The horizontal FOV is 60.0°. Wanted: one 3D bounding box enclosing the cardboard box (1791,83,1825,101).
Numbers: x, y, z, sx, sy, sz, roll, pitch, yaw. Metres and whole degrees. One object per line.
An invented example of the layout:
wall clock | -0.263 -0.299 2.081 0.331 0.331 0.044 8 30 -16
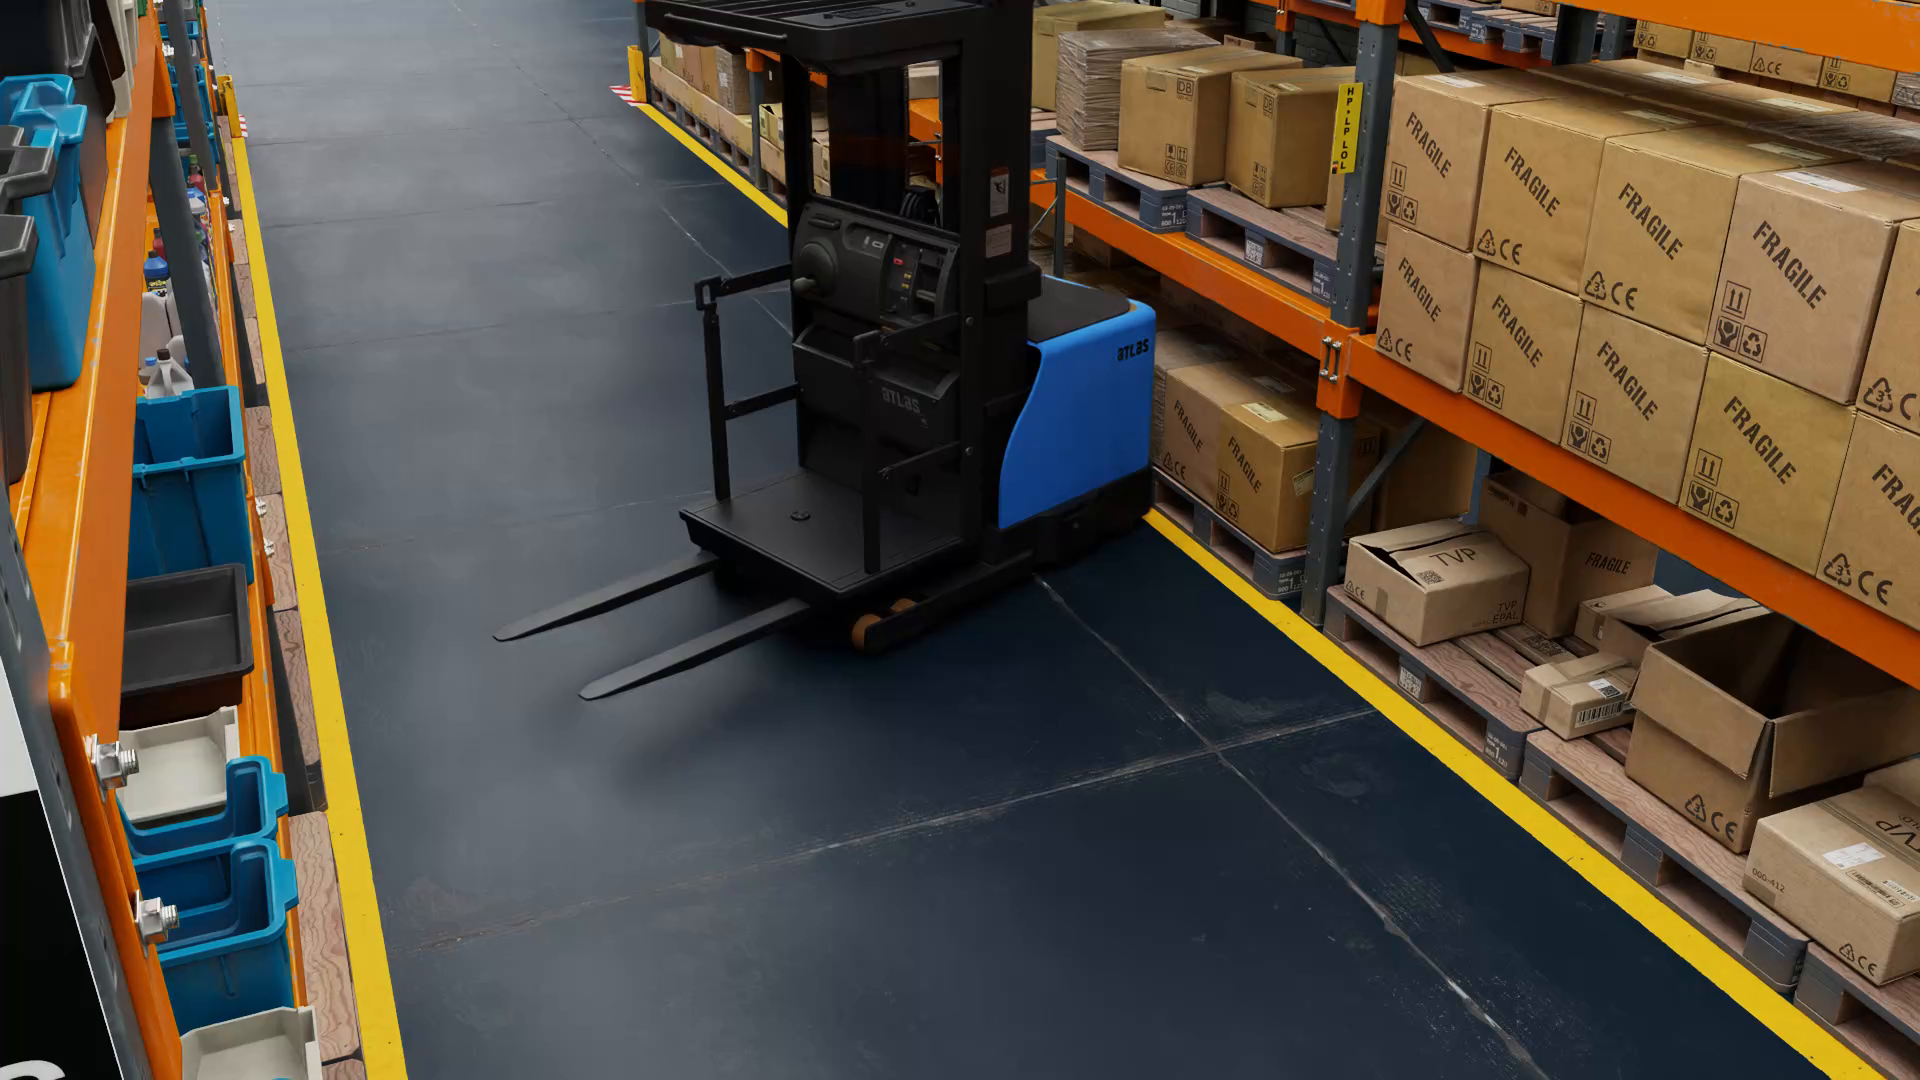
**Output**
cardboard box | 5.364 -2.761 10.249 0.380 0.149 0.250 -10 28 -20

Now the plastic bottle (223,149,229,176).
plastic bottle | -5.798 -2.989 13.047 0.061 0.283 0.133 -9 28 -18

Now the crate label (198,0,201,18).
crate label | -6.360 -4.399 13.300 0.502 0.435 0.616 -11 28 -21

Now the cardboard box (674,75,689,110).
cardboard box | -2.371 -4.224 15.638 0.500 0.250 0.500 -11 28 -21

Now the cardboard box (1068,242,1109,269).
cardboard box | 0.944 -1.436 9.621 0.500 0.500 0.500 -9 28 -19

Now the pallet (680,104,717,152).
pallet | -1.959 -3.883 15.461 1.003 0.211 1.213 -11 28 -21

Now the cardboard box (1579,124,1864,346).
cardboard box | 2.257 -0.924 4.971 0.500 0.500 0.500 -11 28 -22

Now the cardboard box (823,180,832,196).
cardboard box | -0.672 -2.441 11.986 0.500 0.250 0.500 -10 28 -20

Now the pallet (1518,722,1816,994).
pallet | 2.678 0.939 5.586 1.003 0.211 1.213 -11 28 -21

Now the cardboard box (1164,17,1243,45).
cardboard box | 2.438 -5.026 16.973 0.700 0.500 0.500 -12 29 -24

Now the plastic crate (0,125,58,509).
plastic crate | -0.959 -0.112 1.292 0.497 0.269 0.590 -11 28 -21

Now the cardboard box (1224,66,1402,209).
cardboard box | 1.621 -1.814 7.455 0.700 0.500 0.500 -6 27 -12

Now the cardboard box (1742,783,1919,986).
cardboard box | 2.711 1.002 4.910 0.500 0.250 0.500 -11 28 -21

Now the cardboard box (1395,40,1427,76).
cardboard box | 3.831 -4.107 14.235 0.500 0.250 0.500 -11 28 -22

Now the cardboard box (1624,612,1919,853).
cardboard box | 2.669 0.597 5.452 0.797 0.503 0.637 -11 28 -21

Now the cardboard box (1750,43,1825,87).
cardboard box | 5.263 -3.086 10.176 0.500 0.500 0.500 -11 28 -21

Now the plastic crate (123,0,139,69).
plastic crate | -1.782 -1.016 3.294 0.293 0.136 0.466 -11 28 -21

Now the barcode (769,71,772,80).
barcode | -1.488 -3.645 13.051 0.001 0.075 0.075 -11 28 -21

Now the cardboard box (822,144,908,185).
cardboard box | -0.669 -2.689 11.855 0.500 0.311 0.500 -10 28 -19

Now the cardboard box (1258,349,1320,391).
cardboard box | 1.744 -0.609 7.927 0.500 0.500 0.500 -10 28 -20

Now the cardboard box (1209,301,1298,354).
cardboard box | 1.572 -1.137 8.152 0.500 0.250 0.500 -11 28 -20

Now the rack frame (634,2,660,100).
rack frame | -2.771 -5.929 16.474 1.000 3.000 0.127 -11 28 -21

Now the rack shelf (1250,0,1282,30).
rack shelf | 2.569 -5.651 16.725 1.077 0.370 4.000 -11 28 -21

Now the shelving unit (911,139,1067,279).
shelving unit | 0.091 -1.360 8.826 0.587 1.500 1.083 -11 28 -21

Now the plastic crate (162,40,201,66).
plastic crate | -4.548 -2.583 9.549 0.402 0.464 0.583 -11 28 -21

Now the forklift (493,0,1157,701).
forklift | -0.507 -1.102 6.667 3.031 2.935 1.130 -23 34 -39

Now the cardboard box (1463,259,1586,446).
cardboard box | 2.081 -0.671 5.591 0.500 0.500 0.500 -10 28 -20

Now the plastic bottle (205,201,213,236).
plastic bottle | -3.489 -1.488 7.606 0.097 0.201 0.097 0 26 0

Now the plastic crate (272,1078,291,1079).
plastic crate | -1.116 1.006 2.393 0.416 0.233 0.300 -11 28 -21

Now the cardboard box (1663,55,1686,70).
cardboard box | 4.925 -3.172 11.091 0.380 0.149 0.250 -10 28 -20

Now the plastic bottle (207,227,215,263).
plastic bottle | -3.299 -1.292 7.203 0.097 0.201 0.097 0 26 0

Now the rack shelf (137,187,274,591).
rack shelf | -3.414 -0.719 6.624 1.077 0.370 4.000 -11 28 -21

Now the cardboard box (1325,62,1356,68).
cardboard box | 3.656 -3.947 14.762 0.700 0.500 0.500 -10 28 -19

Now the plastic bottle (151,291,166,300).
plastic bottle | -3.022 -0.836 6.271 0.097 0.201 0.097 0 26 0

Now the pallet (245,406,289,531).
pallet | -3.850 -0.285 8.094 1.003 0.211 1.213 -11 28 -21

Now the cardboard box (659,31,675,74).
cardboard box | -2.568 -4.763 15.886 0.500 0.500 0.500 -11 28 -21

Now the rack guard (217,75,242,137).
rack guard | -7.257 -3.933 15.236 1.175 0.500 0.348 -11 28 -21

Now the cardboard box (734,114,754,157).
cardboard box | -1.587 -3.417 13.984 0.500 0.250 0.500 -11 28 -21

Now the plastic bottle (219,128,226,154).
plastic bottle | -6.134 -3.280 13.653 0.152 0.276 0.135 -10 28 -20

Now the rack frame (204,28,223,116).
rack frame | -7.330 -5.079 14.734 1.000 3.000 0.127 -11 28 -21

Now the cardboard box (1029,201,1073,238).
cardboard box | 0.427 -2.166 10.784 0.500 0.311 0.500 -10 28 -19

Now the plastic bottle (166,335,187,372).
plastic bottle | -2.605 -0.579 5.659 0.152 0.276 0.135 -11 28 -21

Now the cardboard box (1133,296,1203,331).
cardboard box | 0.888 -0.917 8.557 0.500 0.500 0.500 -12 28 -22

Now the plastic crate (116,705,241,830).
plastic crate | -1.672 0.508 3.523 0.293 0.136 0.466 -11 28 -21

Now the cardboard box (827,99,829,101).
cardboard box | -0.782 -3.405 13.321 0.500 0.311 0.500 -11 28 -21

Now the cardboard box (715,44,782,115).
cardboard box | -1.772 -3.958 14.237 0.500 0.500 0.500 -11 28 -21

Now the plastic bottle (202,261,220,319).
plastic bottle | -2.973 -0.988 6.500 0.097 0.271 0.097 0 26 0

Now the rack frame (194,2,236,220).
rack frame | -5.764 -3.464 11.427 1.000 3.000 0.127 -11 28 -21

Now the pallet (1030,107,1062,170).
pallet | 0.692 -2.351 9.366 1.213 0.211 1.003 -11 28 -21

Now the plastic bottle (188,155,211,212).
plastic bottle | -3.646 -1.707 7.961 0.061 0.283 0.133 -11 28 -21

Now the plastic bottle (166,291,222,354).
plastic bottle | -2.824 -0.805 6.122 0.152 0.276 0.135 -11 28 -21

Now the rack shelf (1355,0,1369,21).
rack shelf | 1.145 -2.916 7.706 1.077 0.370 4.000 -11 28 -21

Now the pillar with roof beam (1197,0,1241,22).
pillar with roof beam | -1.105 -8.604 15.115 9.100 9.000 0.400 -11 28 -21

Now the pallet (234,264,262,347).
pallet | -4.939 -1.408 10.393 1.003 0.211 1.213 -11 28 -21

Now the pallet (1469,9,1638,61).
pallet | 4.542 -3.735 12.200 1.213 0.211 1.003 -11 28 -21

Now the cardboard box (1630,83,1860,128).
cardboard box | 2.568 -1.213 5.561 0.500 0.500 0.500 -11 28 -22
